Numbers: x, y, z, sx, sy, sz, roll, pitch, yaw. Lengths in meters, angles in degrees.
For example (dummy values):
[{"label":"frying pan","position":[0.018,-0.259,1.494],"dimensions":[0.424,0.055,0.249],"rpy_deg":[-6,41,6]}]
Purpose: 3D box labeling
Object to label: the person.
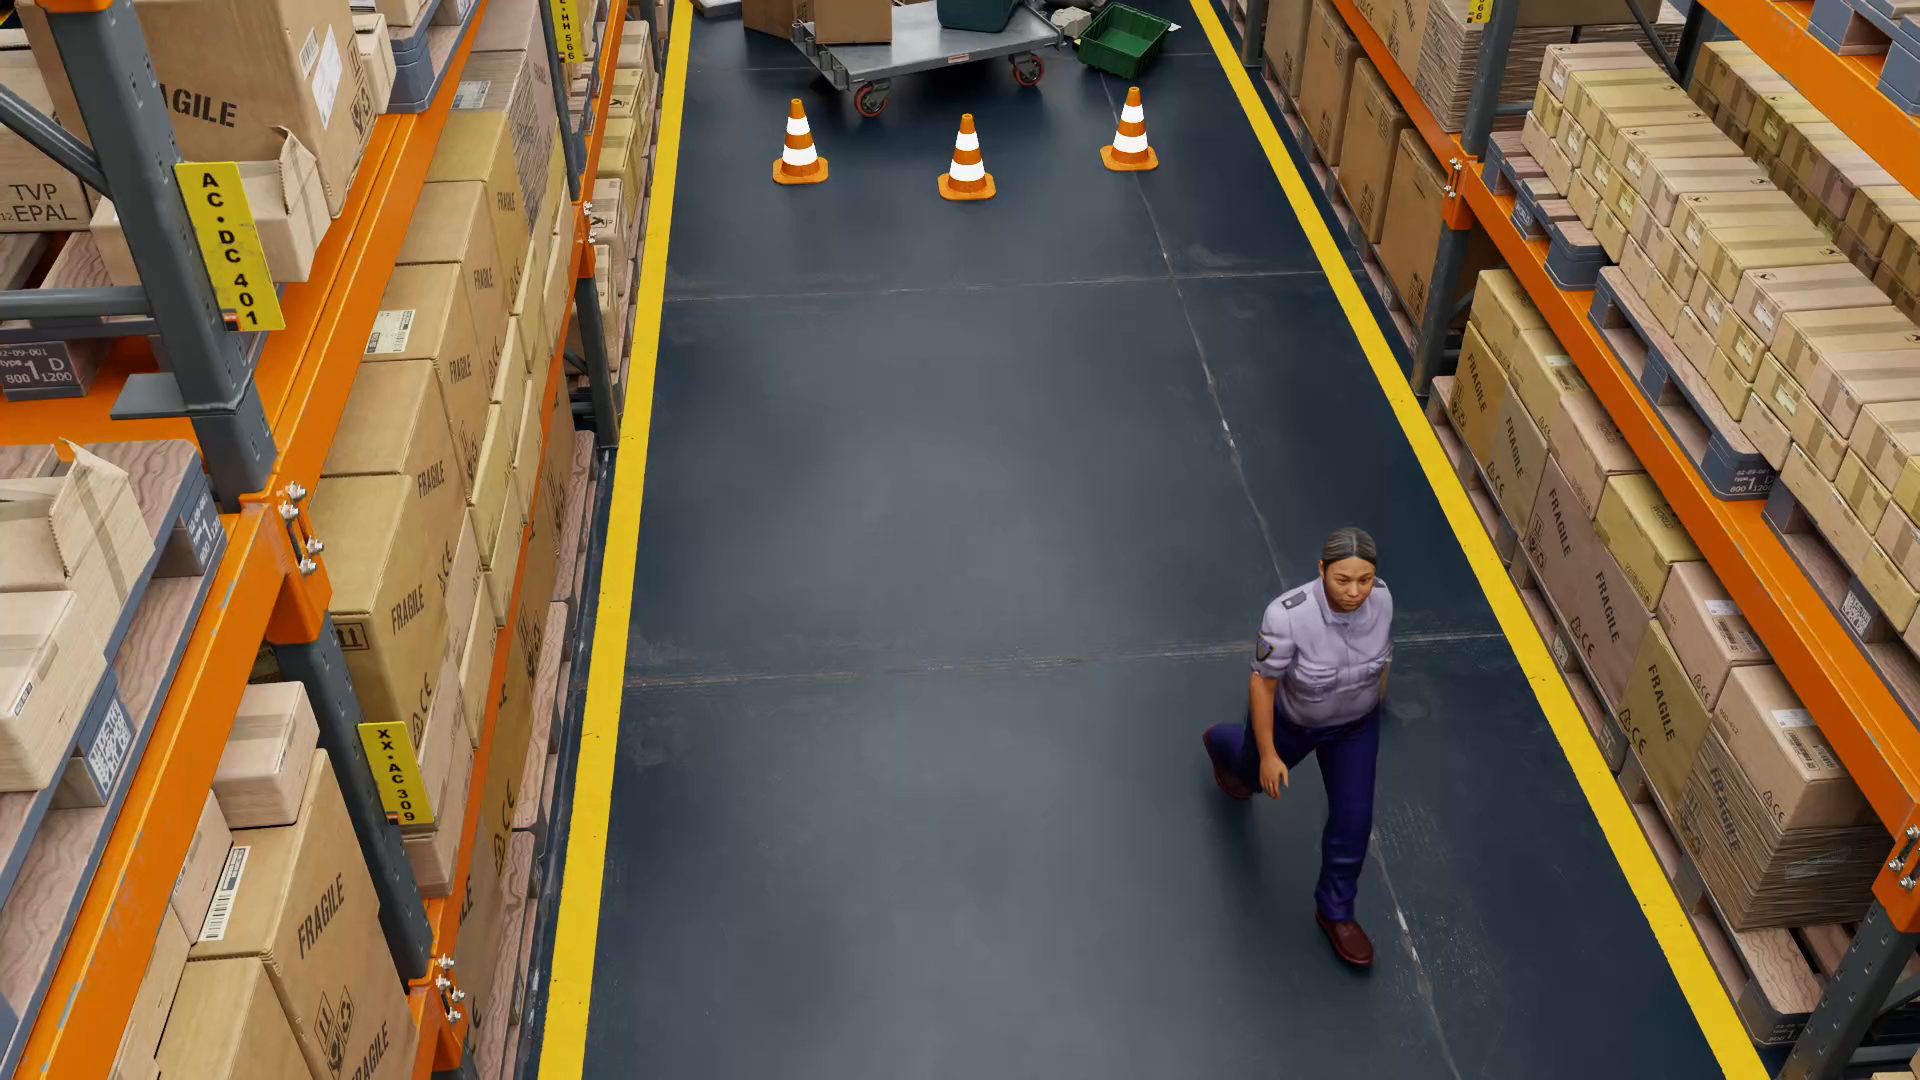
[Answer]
[{"label":"person","position":[1.152,0.552,5.516],"dimensions":[0.517,1.585,1.048],"rpy_deg":[-7,40,-8]}]
